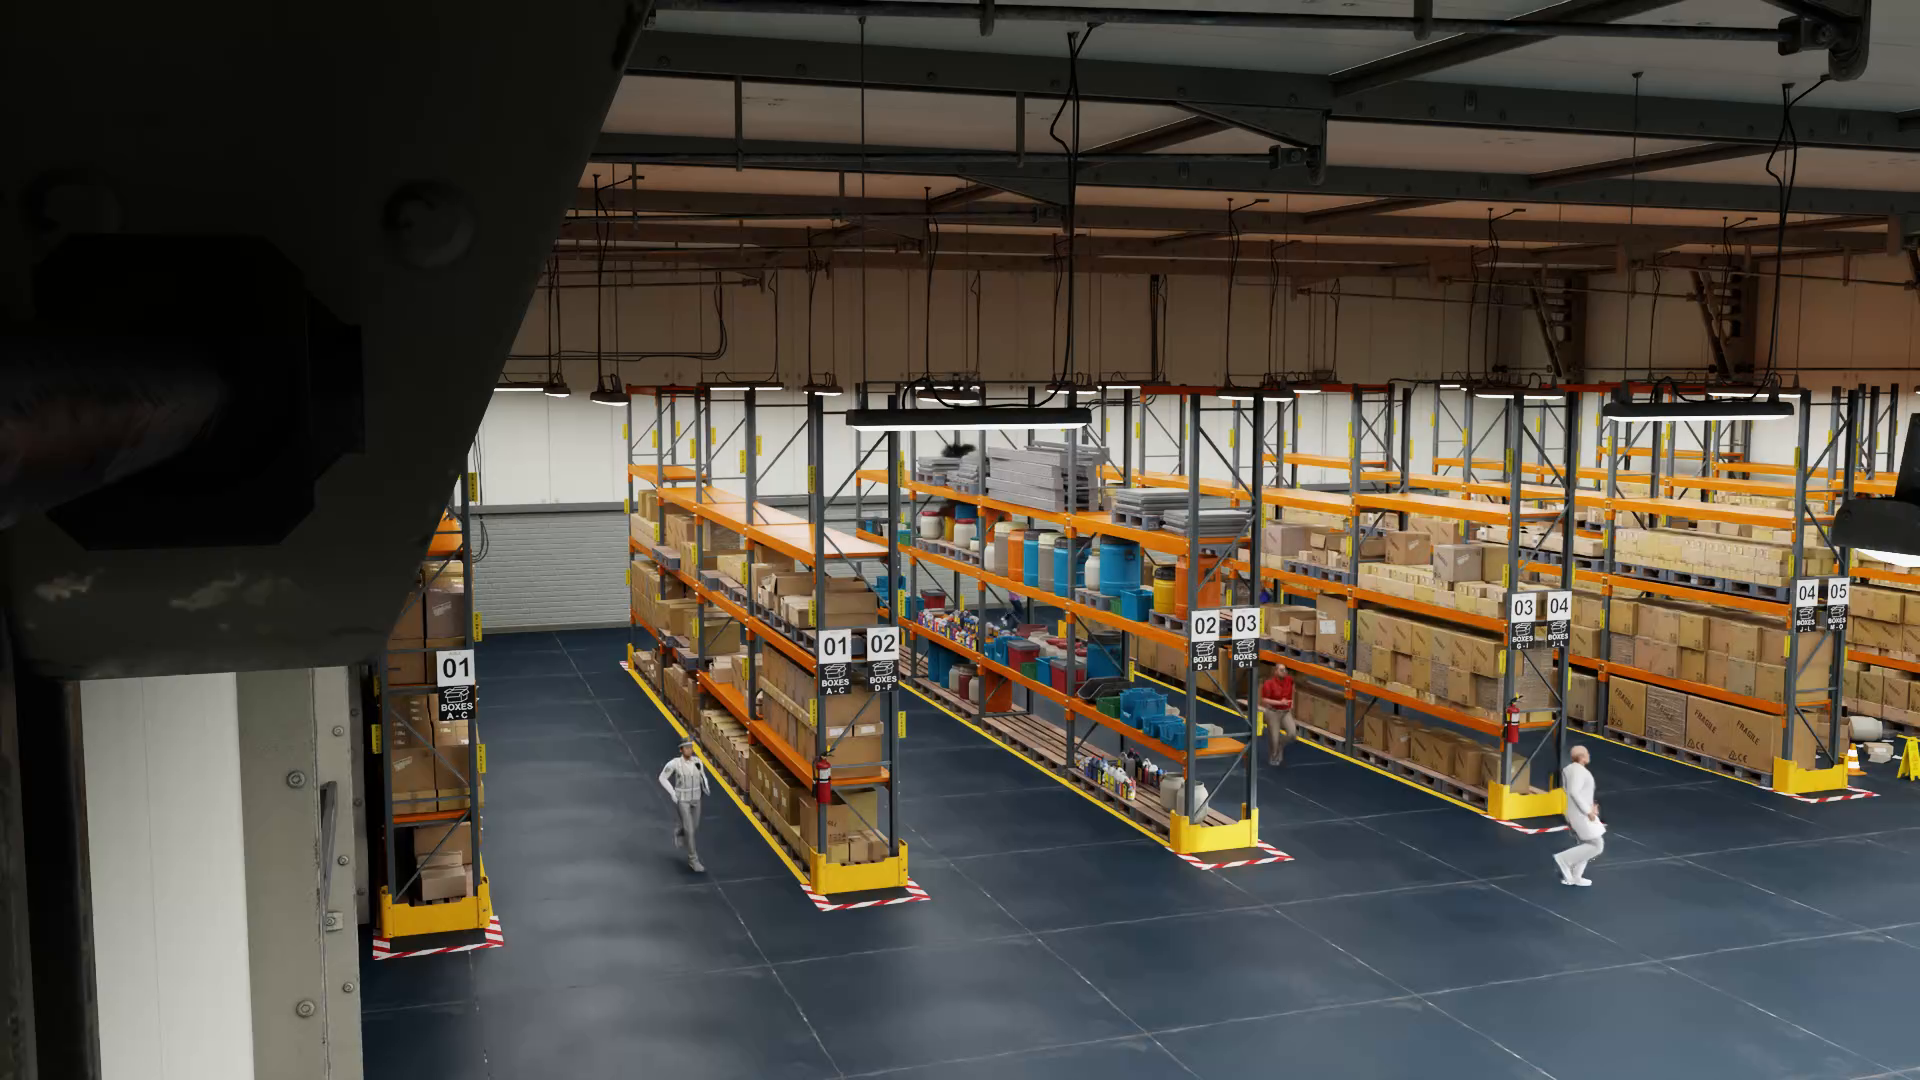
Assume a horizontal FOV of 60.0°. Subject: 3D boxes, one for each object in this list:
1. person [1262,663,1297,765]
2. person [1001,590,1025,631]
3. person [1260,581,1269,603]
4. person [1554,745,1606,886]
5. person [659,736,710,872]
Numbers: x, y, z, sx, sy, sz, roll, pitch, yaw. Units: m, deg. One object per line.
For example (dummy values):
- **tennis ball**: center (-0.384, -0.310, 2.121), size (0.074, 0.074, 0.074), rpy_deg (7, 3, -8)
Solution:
- **person**: center (5.082, 2.773, 26.309), size (0.703, 1.673, 0.748), rpy_deg (-2, 6, -19)
- **person**: center (1.276, 1.430, 40.027), size (0.566, 1.548, 0.535), rpy_deg (0, 6, -3)
- **person**: center (6.692, 1.700, 37.399), size (0.561, 1.583, 0.666), rpy_deg (-3, 6, -23)
- **person**: center (7.572, 3.377, 20.327), size (0.588, 1.742, 0.715), rpy_deg (1, 6, 6)
- **person**: center (-3.493, 3.324, 21.199), size (0.618, 1.694, 0.804), rpy_deg (-4, 7, -37)
